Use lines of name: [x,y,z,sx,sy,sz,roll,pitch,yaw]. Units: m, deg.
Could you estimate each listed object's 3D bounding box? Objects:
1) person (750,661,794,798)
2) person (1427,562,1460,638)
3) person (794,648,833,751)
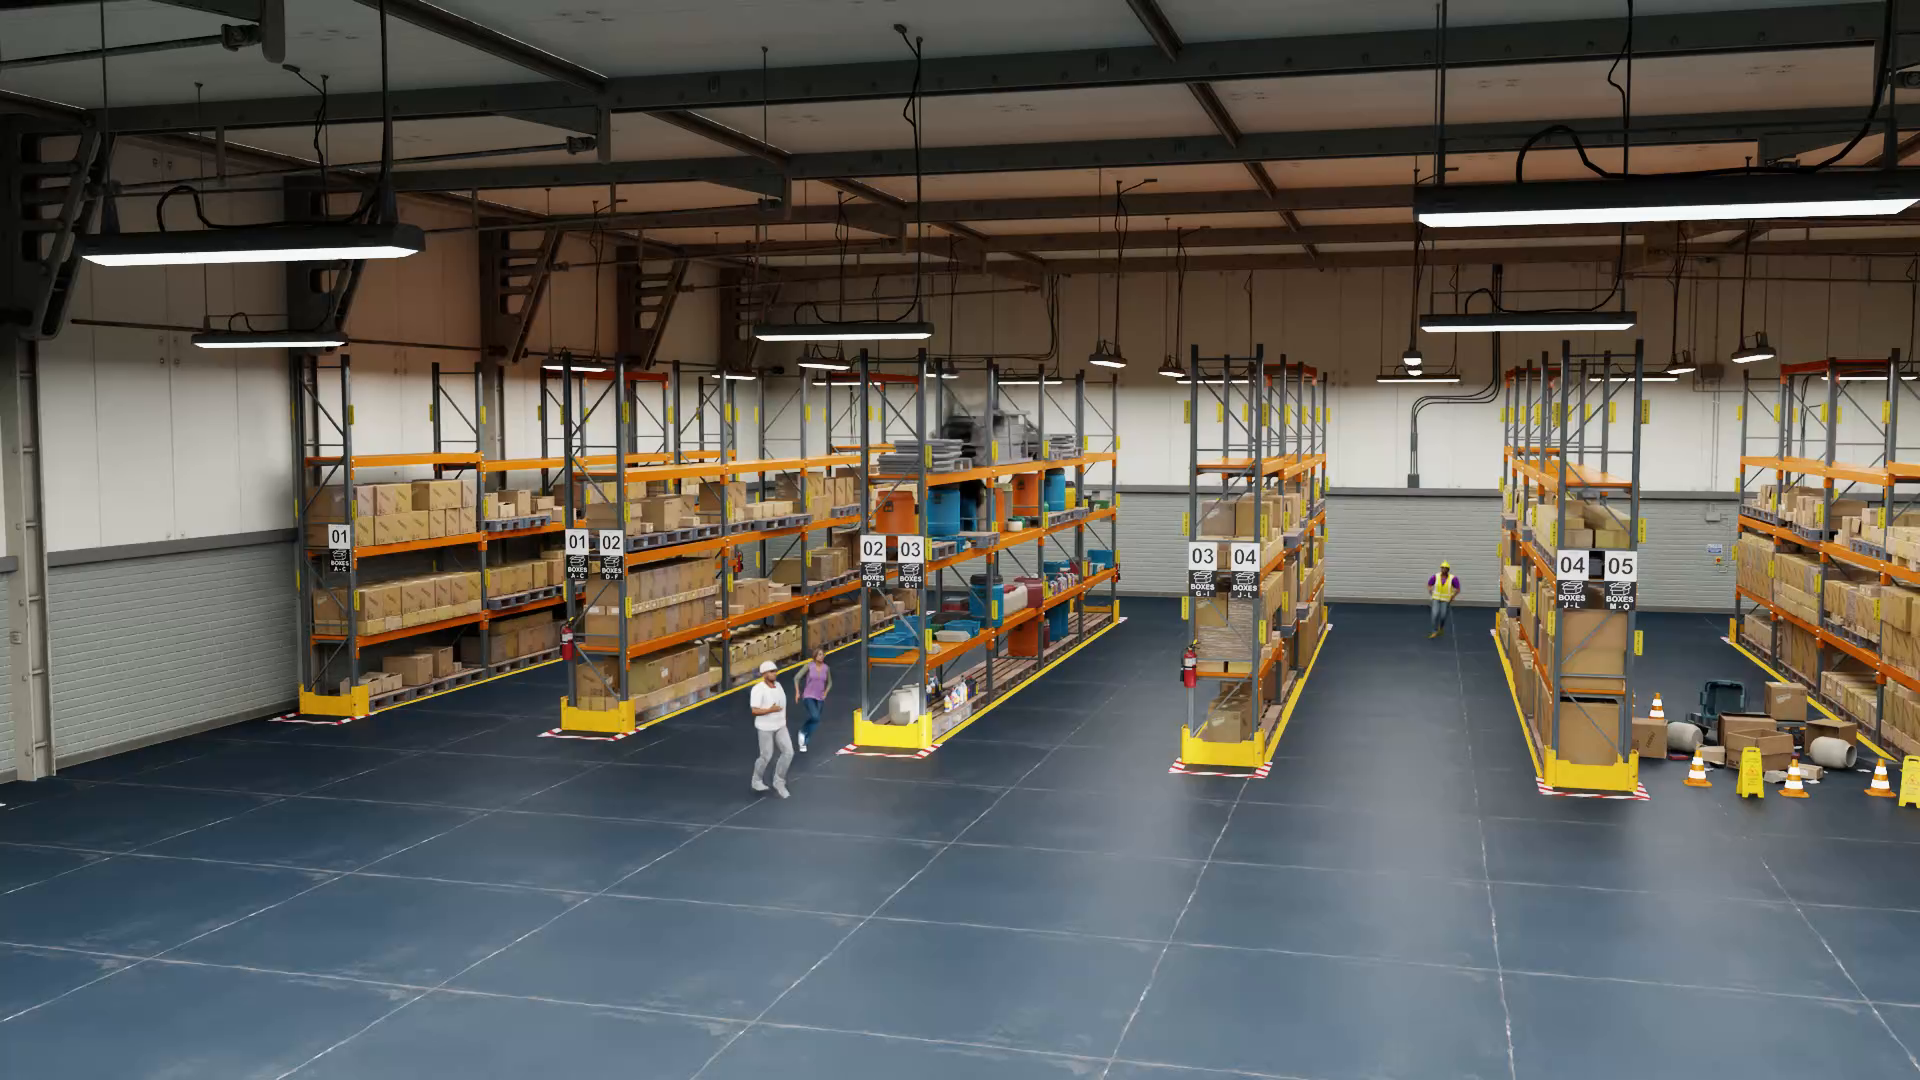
person: [-2.464,2.491,21.825,0.706,1.811,0.673,4,6,42]
person: [10.817,1.352,37.298,0.717,1.707,0.606,2,5,24]
person: [-2.144,2.378,24.749,0.554,1.528,0.525,-2,5,-26]
